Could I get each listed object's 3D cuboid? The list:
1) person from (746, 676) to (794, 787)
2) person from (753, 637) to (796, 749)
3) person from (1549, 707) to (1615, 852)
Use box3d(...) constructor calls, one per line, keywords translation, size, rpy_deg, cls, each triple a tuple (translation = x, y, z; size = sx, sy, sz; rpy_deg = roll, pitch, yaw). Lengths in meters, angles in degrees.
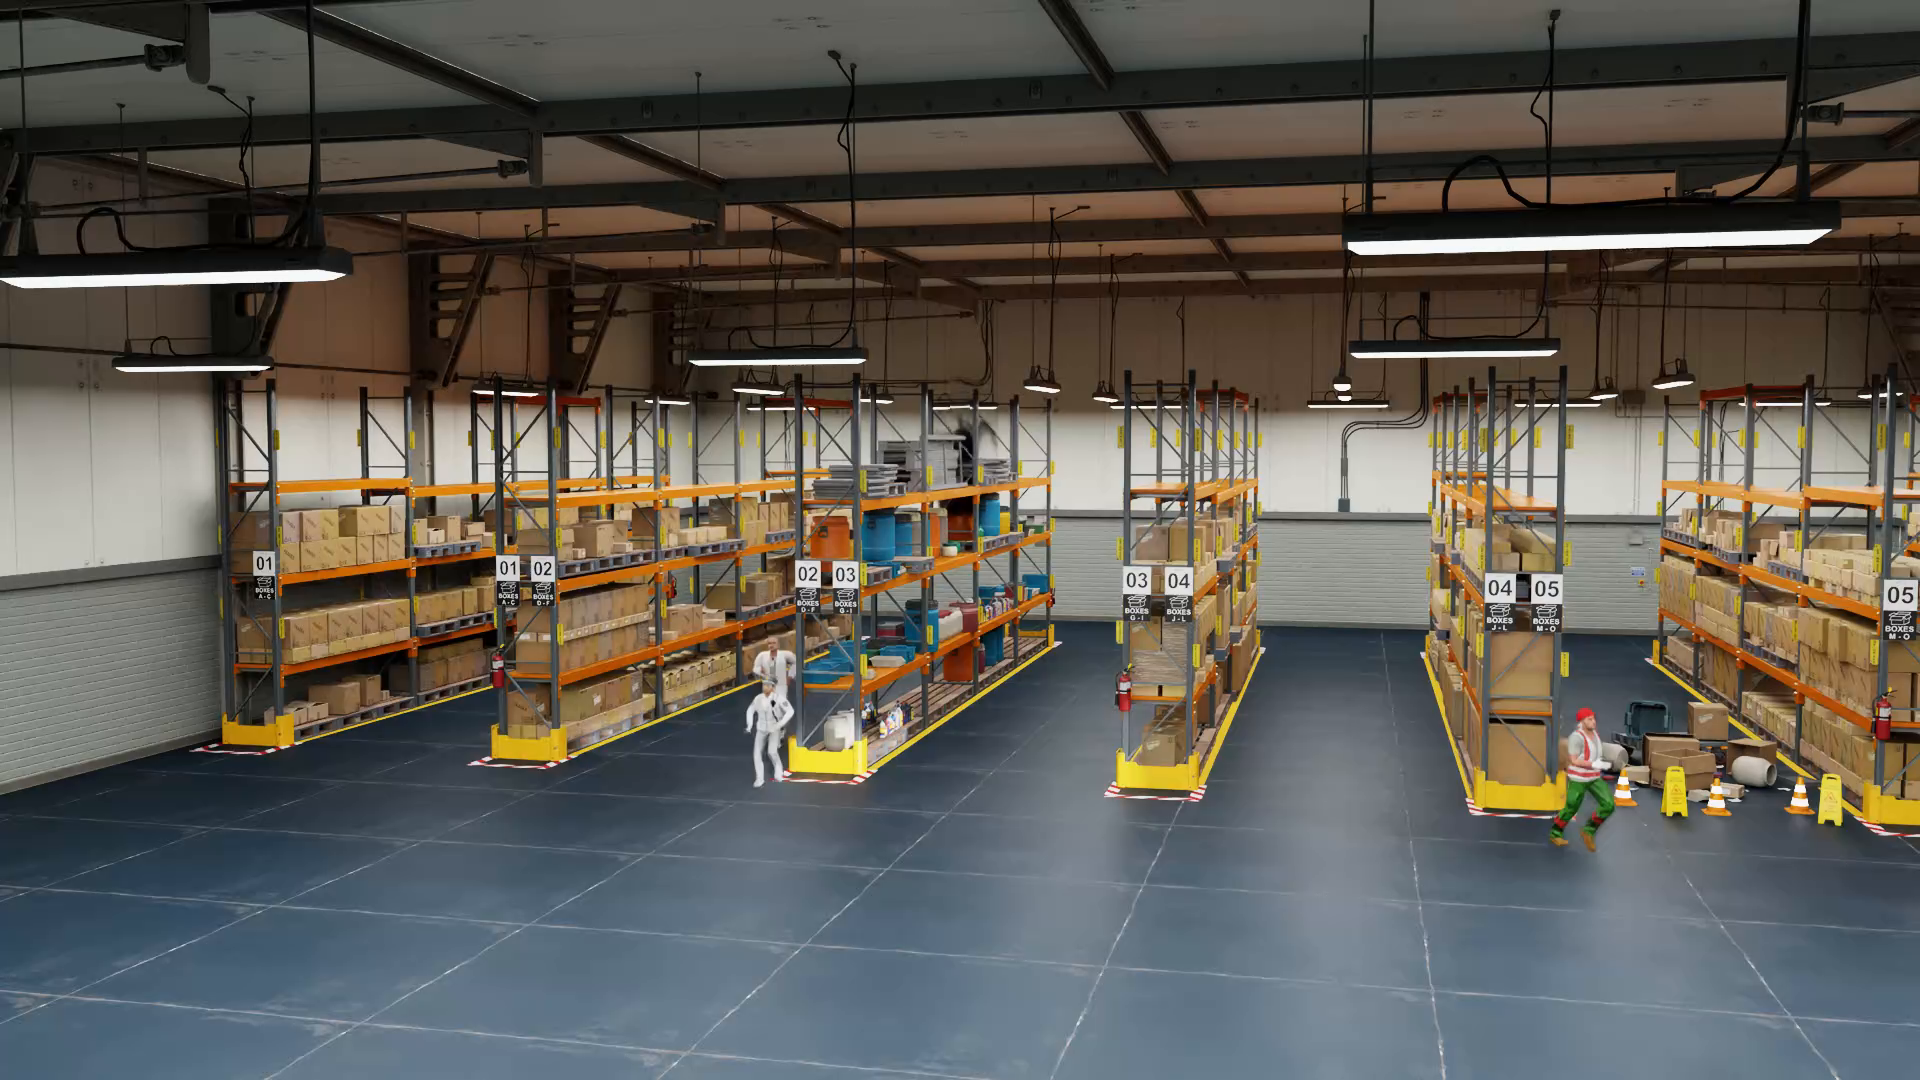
box3d(translation=(-2.769, 2.776, 24.006), size=(0.712, 1.656, 0.513), rpy_deg=(1, 3, 8), cls="person")
box3d(translation=(-3.038, 2.492, 27.348), size=(0.681, 1.836, 0.896), rpy_deg=(1, 4, 14), cls="person")
box3d(translation=(7.592, 2.894, 20.139), size=(0.679, 1.758, 0.851), rpy_deg=(-2, 4, -28), cls="person")
